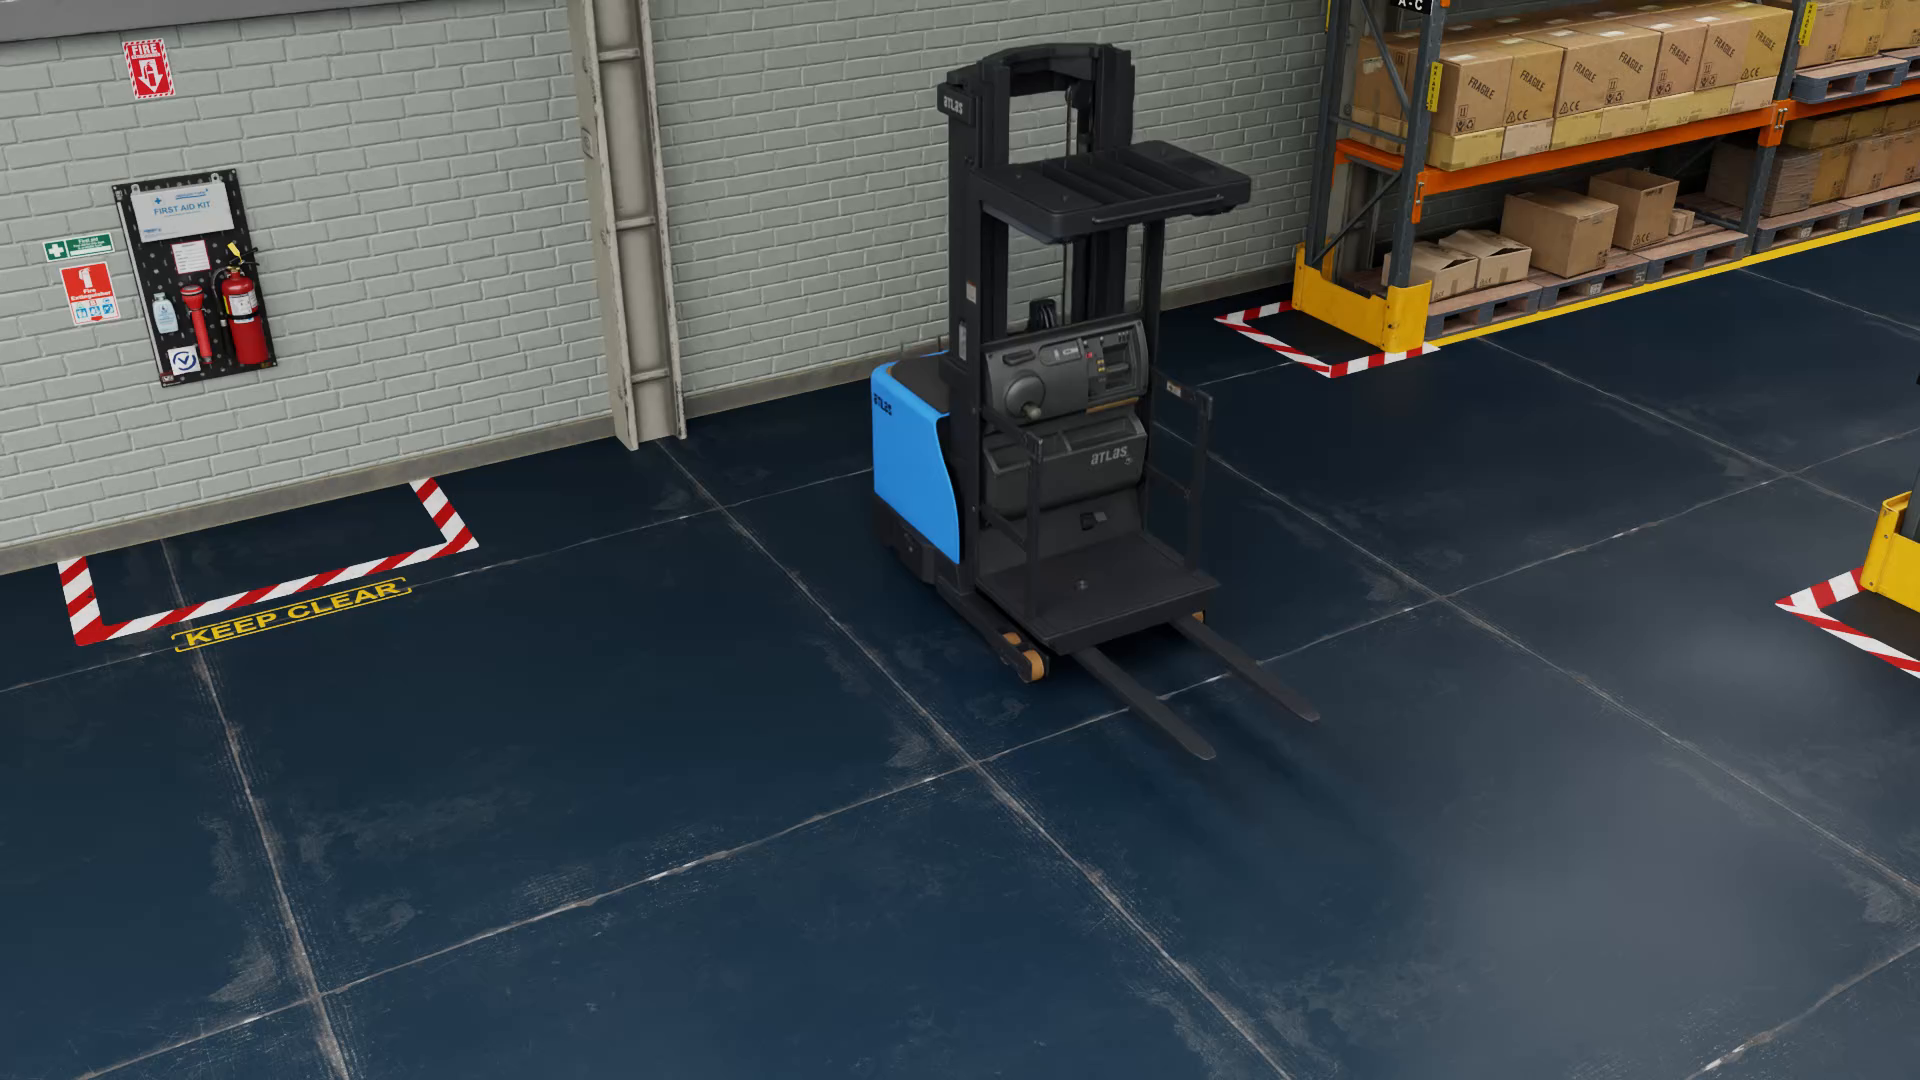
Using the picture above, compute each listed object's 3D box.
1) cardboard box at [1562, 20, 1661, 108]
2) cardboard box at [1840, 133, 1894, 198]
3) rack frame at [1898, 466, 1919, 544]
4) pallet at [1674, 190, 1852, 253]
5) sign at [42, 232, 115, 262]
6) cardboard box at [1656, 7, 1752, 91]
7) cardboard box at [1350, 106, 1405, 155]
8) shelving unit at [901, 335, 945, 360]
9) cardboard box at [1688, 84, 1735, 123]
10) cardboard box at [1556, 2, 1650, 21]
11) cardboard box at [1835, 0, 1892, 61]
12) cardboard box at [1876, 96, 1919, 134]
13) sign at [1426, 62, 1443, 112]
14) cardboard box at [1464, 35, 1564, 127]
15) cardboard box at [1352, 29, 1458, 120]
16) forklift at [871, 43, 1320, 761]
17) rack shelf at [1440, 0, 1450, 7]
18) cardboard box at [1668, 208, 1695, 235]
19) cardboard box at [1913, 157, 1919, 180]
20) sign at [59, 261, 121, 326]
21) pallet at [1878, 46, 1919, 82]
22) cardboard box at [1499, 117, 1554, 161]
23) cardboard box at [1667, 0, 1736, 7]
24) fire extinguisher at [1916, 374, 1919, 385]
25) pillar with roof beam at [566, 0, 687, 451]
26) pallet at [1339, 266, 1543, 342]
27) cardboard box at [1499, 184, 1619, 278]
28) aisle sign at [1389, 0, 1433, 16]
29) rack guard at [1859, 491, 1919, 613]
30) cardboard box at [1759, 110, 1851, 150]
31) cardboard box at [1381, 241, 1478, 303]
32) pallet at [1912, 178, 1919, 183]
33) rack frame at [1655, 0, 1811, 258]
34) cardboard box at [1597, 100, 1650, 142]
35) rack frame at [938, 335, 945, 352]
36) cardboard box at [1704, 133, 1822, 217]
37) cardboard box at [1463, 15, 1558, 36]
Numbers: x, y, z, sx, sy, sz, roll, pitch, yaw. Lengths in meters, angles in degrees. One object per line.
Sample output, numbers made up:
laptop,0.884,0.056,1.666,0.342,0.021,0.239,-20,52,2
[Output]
cardboard box,4.844,-3.577,12.485,0.500,0.500,0.500,-15,32,-25
cardboard box,7.917,-3.462,15.050,0.500,0.500,0.700,-15,32,-26
rack frame,5.474,-0.879,8.238,0.127,3.000,1.000,-16,33,-26
pallet,7.081,-2.891,14.771,1.213,0.211,1.003,-16,33,-26
sign,-4.717,-1.568,8.902,0.331,0.109,0.001,-16,33,-26
cardboard box,5.732,-3.823,12.932,0.500,0.500,0.500,-16,33,-27
cardboard box,3.266,-3.080,12.361,0.500,0.250,0.500,-15,32,-26
shelving unit,-0.184,-0.669,9.875,0.252,1.050,0.215,-15,32,-26
cardboard box,5.721,-3.503,13.128,0.500,0.250,0.500,-16,33,-26
cardboard box,5.019,-3.920,13.106,0.500,0.500,0.500,-15,32,-25
cardboard box,7.352,-4.401,14.062,0.500,0.500,0.700,-12,31,-21
cardboard box,8.300,-3.887,15.045,0.500,0.250,0.500,-16,33,-27
sign,3.236,-3.095,11.357,0.005,0.325,0.100,-16,33,-26
cardboard box,3.956,-3.322,12.023,0.500,0.500,0.500,-16,33,-26
cardboard box,3.260,-3.417,12.196,0.500,0.500,0.500,-16,33,-27
forklift,0.651,-0.811,8.187,1.130,2.935,3.031,-15,32,-26
rack shelf,4.686,-4.430,12.312,4.000,0.370,1.077,-16,33,-26
cardboard box,5.964,-2.730,14.069,0.250,0.166,0.380,-21,35,-33
cardboard box,8.761,-3.723,15.523,0.500,0.500,0.700,-16,33,-26
sign,-4.725,-1.339,9.035,0.234,0.329,0.001,-16,33,-26
pallet,8.173,-4.314,14.662,1.213,0.211,1.003,-16,33,-26
cardboard box,3.983,-3.005,12.225,0.500,0.250,0.500,-17,33,-28
cardboard box,5.899,-4.164,13.550,0.500,0.500,0.500,-17,33,-27
fire extinguisher,5.137,-1.010,8.555,0.183,0.674,0.296,-16,33,-26
pillar with roof beam,0.135,-2.838,5.579,0.400,9.000,9.100,-16,33,-26
pallet,3.745,-1.924,13.017,1.213,0.211,1.003,-16,33,-26
cardboard box,4.753,-2.470,13.253,0.500,0.500,0.700,-18,34,-29
aisle sign,3.051,-3.937,11.090,0.004,0.787,0.394,-16,33,-26
rack guard,5.453,0.221,8.832,0.348,0.500,1.175,-16,33,-26
cardboard box,7.414,-3.644,14.604,0.500,0.250,0.500,-17,33,-27
cardboard box,3.603,-2.089,12.758,0.500,0.311,0.500,-20,35,-32
pallet,9.184,-3.489,15.853,1.213,0.211,1.003,-16,33,-26
rack frame,6.410,-3.921,13.750,0.127,3.000,1.000,-16,33,-26
cardboard box,4.863,-3.250,12.669,0.500,0.250,0.500,-16,32,-26
rack frame,-0.078,-0.698,9.928,0.008,1.050,0.200,-15,32,-26
cardboard box,7.036,-3.206,14.587,0.500,0.500,0.700,-15,32,-25
cardboard box,4.143,-3.665,12.644,0.500,0.500,0.500,-17,33,-28
